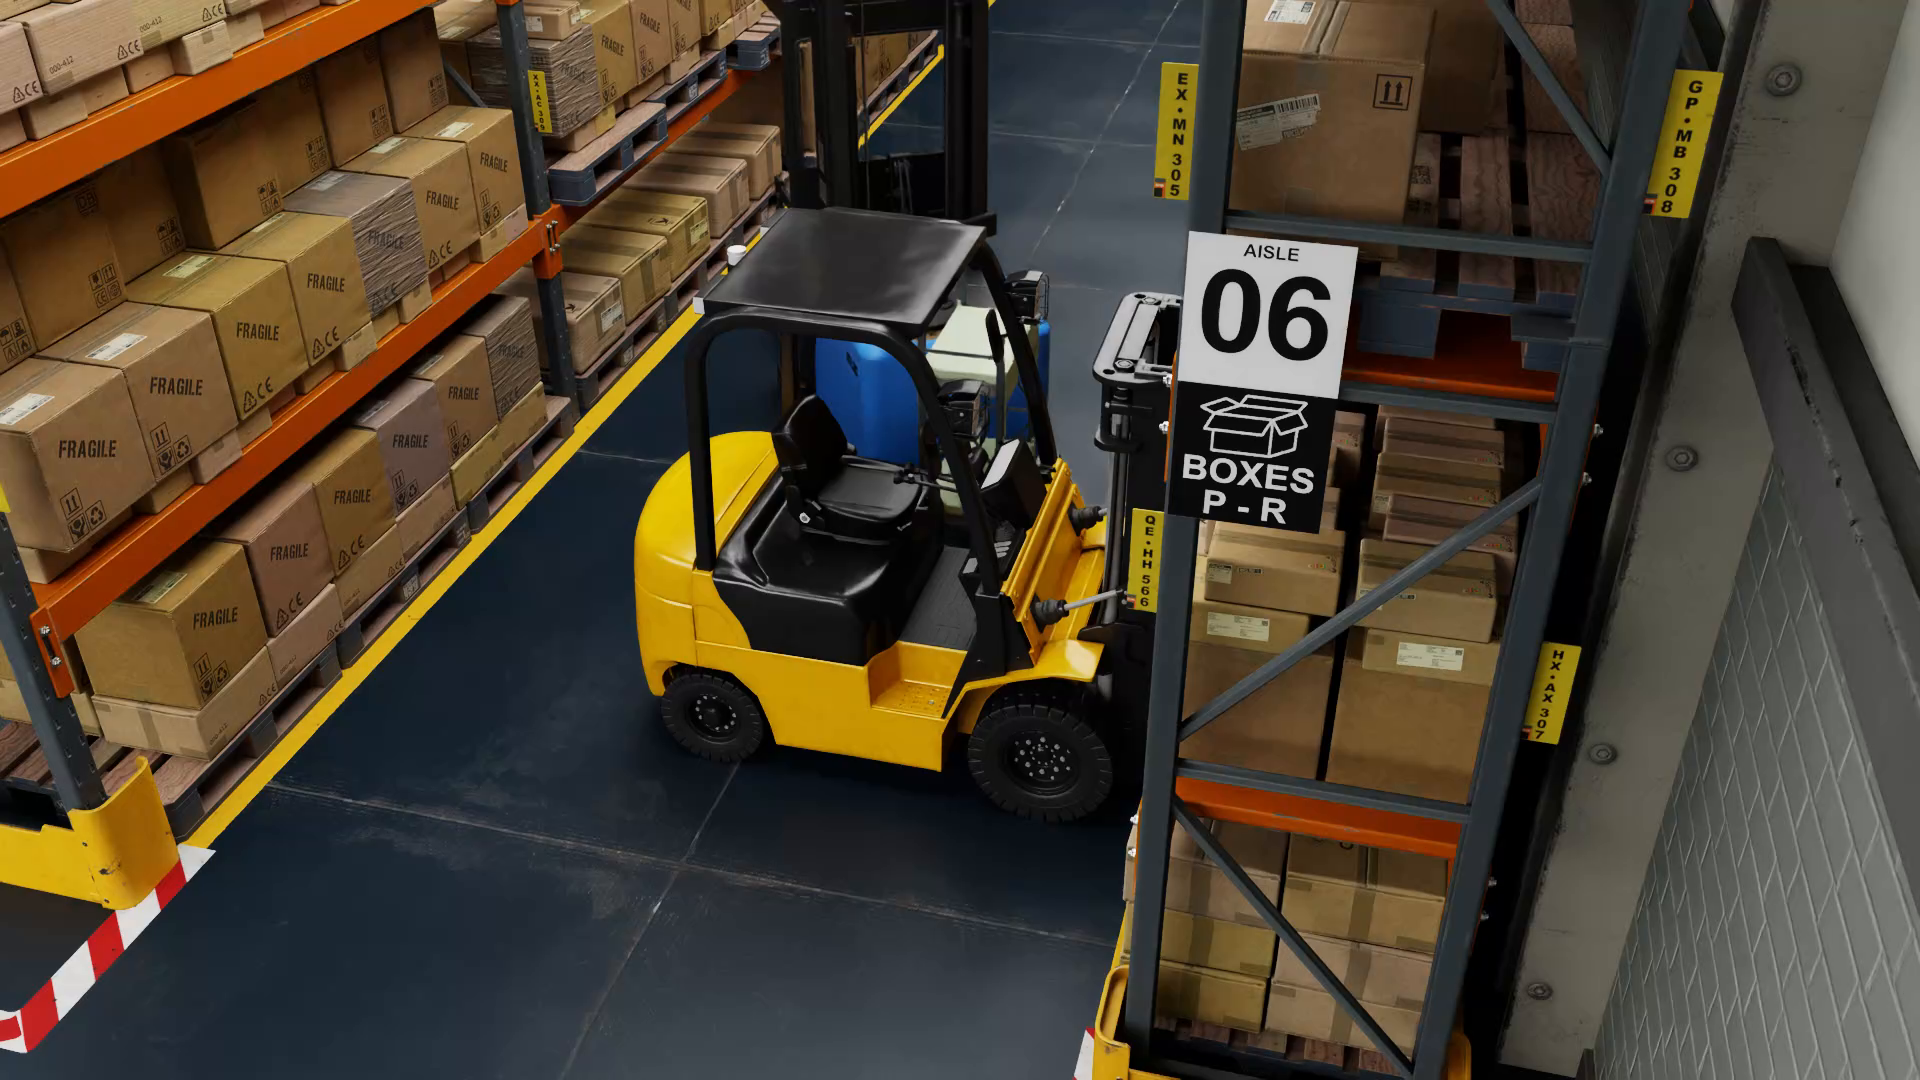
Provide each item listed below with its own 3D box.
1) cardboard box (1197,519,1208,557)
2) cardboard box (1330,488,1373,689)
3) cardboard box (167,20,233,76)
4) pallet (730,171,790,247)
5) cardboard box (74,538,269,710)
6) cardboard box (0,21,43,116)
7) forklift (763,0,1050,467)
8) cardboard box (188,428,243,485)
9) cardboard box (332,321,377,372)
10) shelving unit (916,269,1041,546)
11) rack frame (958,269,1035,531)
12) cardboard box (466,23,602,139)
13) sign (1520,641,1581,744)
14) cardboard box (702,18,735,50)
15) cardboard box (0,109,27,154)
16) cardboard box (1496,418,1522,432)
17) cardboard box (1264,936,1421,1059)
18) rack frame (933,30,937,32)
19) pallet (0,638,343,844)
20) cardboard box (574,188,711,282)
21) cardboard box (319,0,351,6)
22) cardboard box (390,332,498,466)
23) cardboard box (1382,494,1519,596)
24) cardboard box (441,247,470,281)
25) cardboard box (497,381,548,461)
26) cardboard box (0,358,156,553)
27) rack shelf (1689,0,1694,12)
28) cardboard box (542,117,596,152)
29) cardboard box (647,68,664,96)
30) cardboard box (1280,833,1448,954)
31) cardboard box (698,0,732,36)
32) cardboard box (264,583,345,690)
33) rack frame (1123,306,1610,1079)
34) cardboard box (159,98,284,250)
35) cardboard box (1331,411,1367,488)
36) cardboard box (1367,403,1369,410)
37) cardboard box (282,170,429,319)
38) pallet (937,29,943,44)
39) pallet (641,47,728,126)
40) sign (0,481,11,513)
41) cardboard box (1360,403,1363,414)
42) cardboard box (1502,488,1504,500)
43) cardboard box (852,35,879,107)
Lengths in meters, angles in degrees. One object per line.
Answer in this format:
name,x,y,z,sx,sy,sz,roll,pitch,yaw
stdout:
cardboard box,0.889,0.058,5.165,0.380,0.149,0.250,9,33,13
cardboard box,1.541,0.194,5.555,0.500,0.500,0.500,9,34,14
cardboard box,-3.044,-1.904,6.387,0.380,0.149,0.250,8,33,13
pallet,-1.936,-2.514,12.508,1.003,0.211,1.213,8,33,12
cardboard box,-3.288,0.328,6.910,0.500,0.500,0.500,7,33,11
cardboard box,-3.381,-1.498,5.376,0.500,0.250,0.500,7,33,12
forklift,-0.474,-2.095,9.313,1.130,2.935,3.031,-10,34,-16
cardboard box,-3.175,-0.372,6.773,0.380,0.149,0.250,9,33,13
cardboard box,-2.916,-0.911,7.622,0.380,0.149,0.250,8,33,13
shelving unit,0.097,-0.478,8.104,0.431,1.500,0.755,8,33,12
rack frame,0.188,-0.668,8.403,0.400,1.500,0.023,8,33,12
cardboard box,-2.355,-2.570,9.234,0.500,0.500,0.500,9,33,14
sign,1.571,0.409,4.430,0.100,0.325,0.005,8,33,12
cardboard box,-1.738,-3.405,11.153,0.380,0.149,0.250,9,33,13
cardboard box,-3.388,-1.381,5.565,0.380,0.149,0.250,7,33,11
cardboard box,1.762,-0.517,5.792,0.380,0.149,0.250,7,33,11
cardboard box,1.350,1.484,5.791,0.500,0.250,0.500,8,33,13
rack frame,-0.721,-6.172,15.663,1.000,3.000,0.127,8,33,12
pallet,-3.506,0.776,7.333,1.003,0.211,1.213,8,33,12
cardboard box,-2.266,-2.096,11.309,0.950,0.372,0.625,9,34,14
cardboard box,-2.811,-2.443,7.235,0.380,0.149,0.250,9,34,14
cardboard box,-2.769,-0.746,8.600,0.500,0.500,0.500,9,33,13
cardboard box,1.456,0.013,4.959,0.380,0.149,0.250,9,34,14
cardboard box,-2.736,-1.451,8.471,0.380,0.149,0.250,8,33,13
cardboard box,-2.641,-0.694,9.217,0.500,0.250,0.500,10,34,15
cardboard box,-3.378,-0.321,6.088,0.500,0.500,0.500,8,33,12
rack shelf,1.544,-2.368,5.131,1.077,0.370,4.000,8,33,12
cardboard box,-2.305,-2.336,9.471,0.380,0.149,0.250,8,33,13
cardboard box,-2.065,-2.877,10.323,0.380,0.149,0.250,8,33,13
cardboard box,1.341,1.067,5.516,0.500,0.250,0.500,8,33,12
cardboard box,-1.830,-3.636,10.911,0.500,0.500,0.500,6,33,9
cardboard box,-3.157,0.393,7.507,0.500,0.250,0.500,9,34,14
rack frame,1.036,0.729,4.807,1.000,3.000,0.127,8,33,12
cardboard box,-3.421,-1.610,7.184,0.700,0.500,0.500,8,33,12
cardboard box,1.131,-0.318,5.479,0.380,0.149,0.250,8,33,13
cardboard box,2.069,-0.861,7.215,0.500,0.500,0.500,8,33,13
cardboard box,-2.874,-1.386,7.764,0.500,0.500,0.500,9,34,14
pallet,-0.452,-5.379,17.015,1.003,0.211,1.213,8,33,12
pallet,-2.199,-2.983,10.824,1.003,0.211,1.213,8,33,12
sign,-3.241,-0.236,5.519,0.100,0.325,0.005,8,33,12
cardboard box,1.294,-0.401,6.491,0.500,0.500,0.500,8,33,13
cardboard box,1.572,-0.126,5.454,0.380,0.149,0.250,7,33,11
cardboard box,-1.250,-4.186,14.128,0.875,0.875,0.875,8,33,13
